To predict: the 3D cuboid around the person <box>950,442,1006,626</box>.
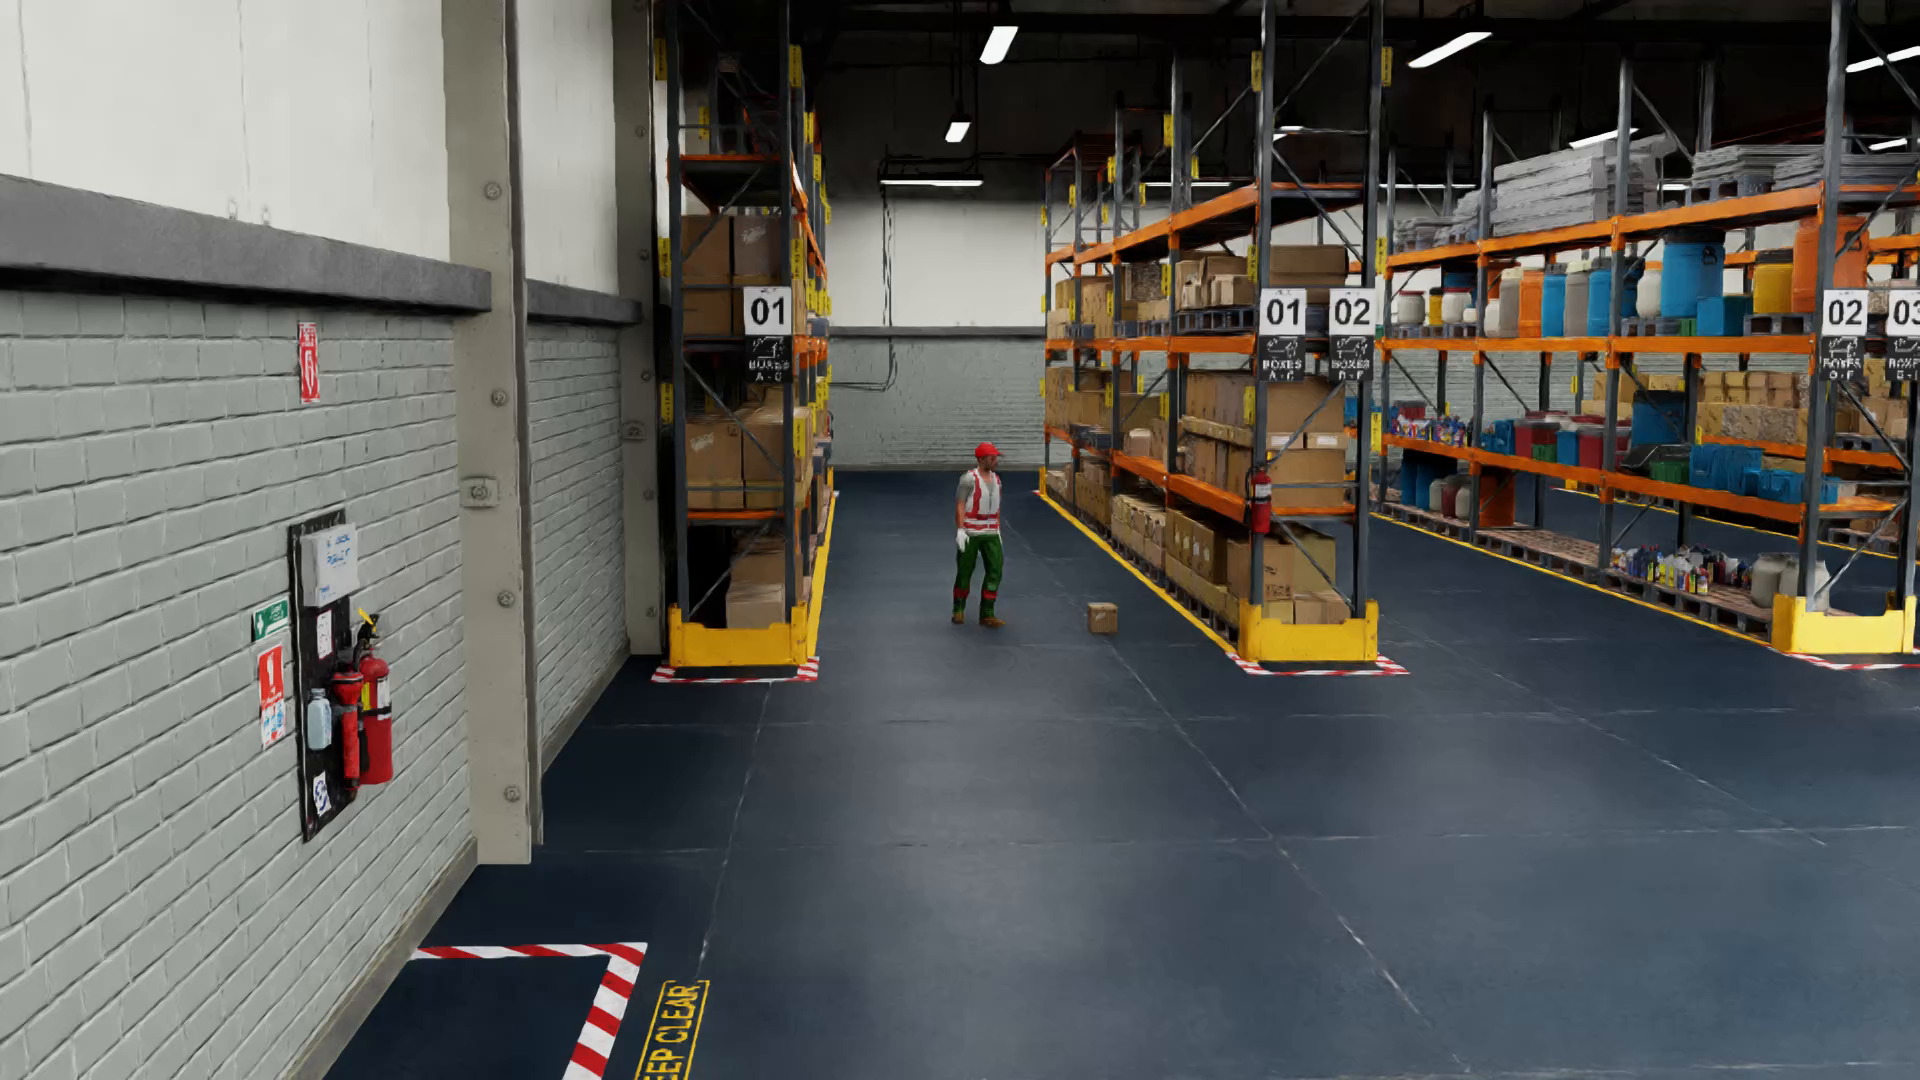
[{"bbox_3d":[0.180,-0.060,16.160,0.568,1.781,0.565,-5,8,-35],"label":"person"}]
